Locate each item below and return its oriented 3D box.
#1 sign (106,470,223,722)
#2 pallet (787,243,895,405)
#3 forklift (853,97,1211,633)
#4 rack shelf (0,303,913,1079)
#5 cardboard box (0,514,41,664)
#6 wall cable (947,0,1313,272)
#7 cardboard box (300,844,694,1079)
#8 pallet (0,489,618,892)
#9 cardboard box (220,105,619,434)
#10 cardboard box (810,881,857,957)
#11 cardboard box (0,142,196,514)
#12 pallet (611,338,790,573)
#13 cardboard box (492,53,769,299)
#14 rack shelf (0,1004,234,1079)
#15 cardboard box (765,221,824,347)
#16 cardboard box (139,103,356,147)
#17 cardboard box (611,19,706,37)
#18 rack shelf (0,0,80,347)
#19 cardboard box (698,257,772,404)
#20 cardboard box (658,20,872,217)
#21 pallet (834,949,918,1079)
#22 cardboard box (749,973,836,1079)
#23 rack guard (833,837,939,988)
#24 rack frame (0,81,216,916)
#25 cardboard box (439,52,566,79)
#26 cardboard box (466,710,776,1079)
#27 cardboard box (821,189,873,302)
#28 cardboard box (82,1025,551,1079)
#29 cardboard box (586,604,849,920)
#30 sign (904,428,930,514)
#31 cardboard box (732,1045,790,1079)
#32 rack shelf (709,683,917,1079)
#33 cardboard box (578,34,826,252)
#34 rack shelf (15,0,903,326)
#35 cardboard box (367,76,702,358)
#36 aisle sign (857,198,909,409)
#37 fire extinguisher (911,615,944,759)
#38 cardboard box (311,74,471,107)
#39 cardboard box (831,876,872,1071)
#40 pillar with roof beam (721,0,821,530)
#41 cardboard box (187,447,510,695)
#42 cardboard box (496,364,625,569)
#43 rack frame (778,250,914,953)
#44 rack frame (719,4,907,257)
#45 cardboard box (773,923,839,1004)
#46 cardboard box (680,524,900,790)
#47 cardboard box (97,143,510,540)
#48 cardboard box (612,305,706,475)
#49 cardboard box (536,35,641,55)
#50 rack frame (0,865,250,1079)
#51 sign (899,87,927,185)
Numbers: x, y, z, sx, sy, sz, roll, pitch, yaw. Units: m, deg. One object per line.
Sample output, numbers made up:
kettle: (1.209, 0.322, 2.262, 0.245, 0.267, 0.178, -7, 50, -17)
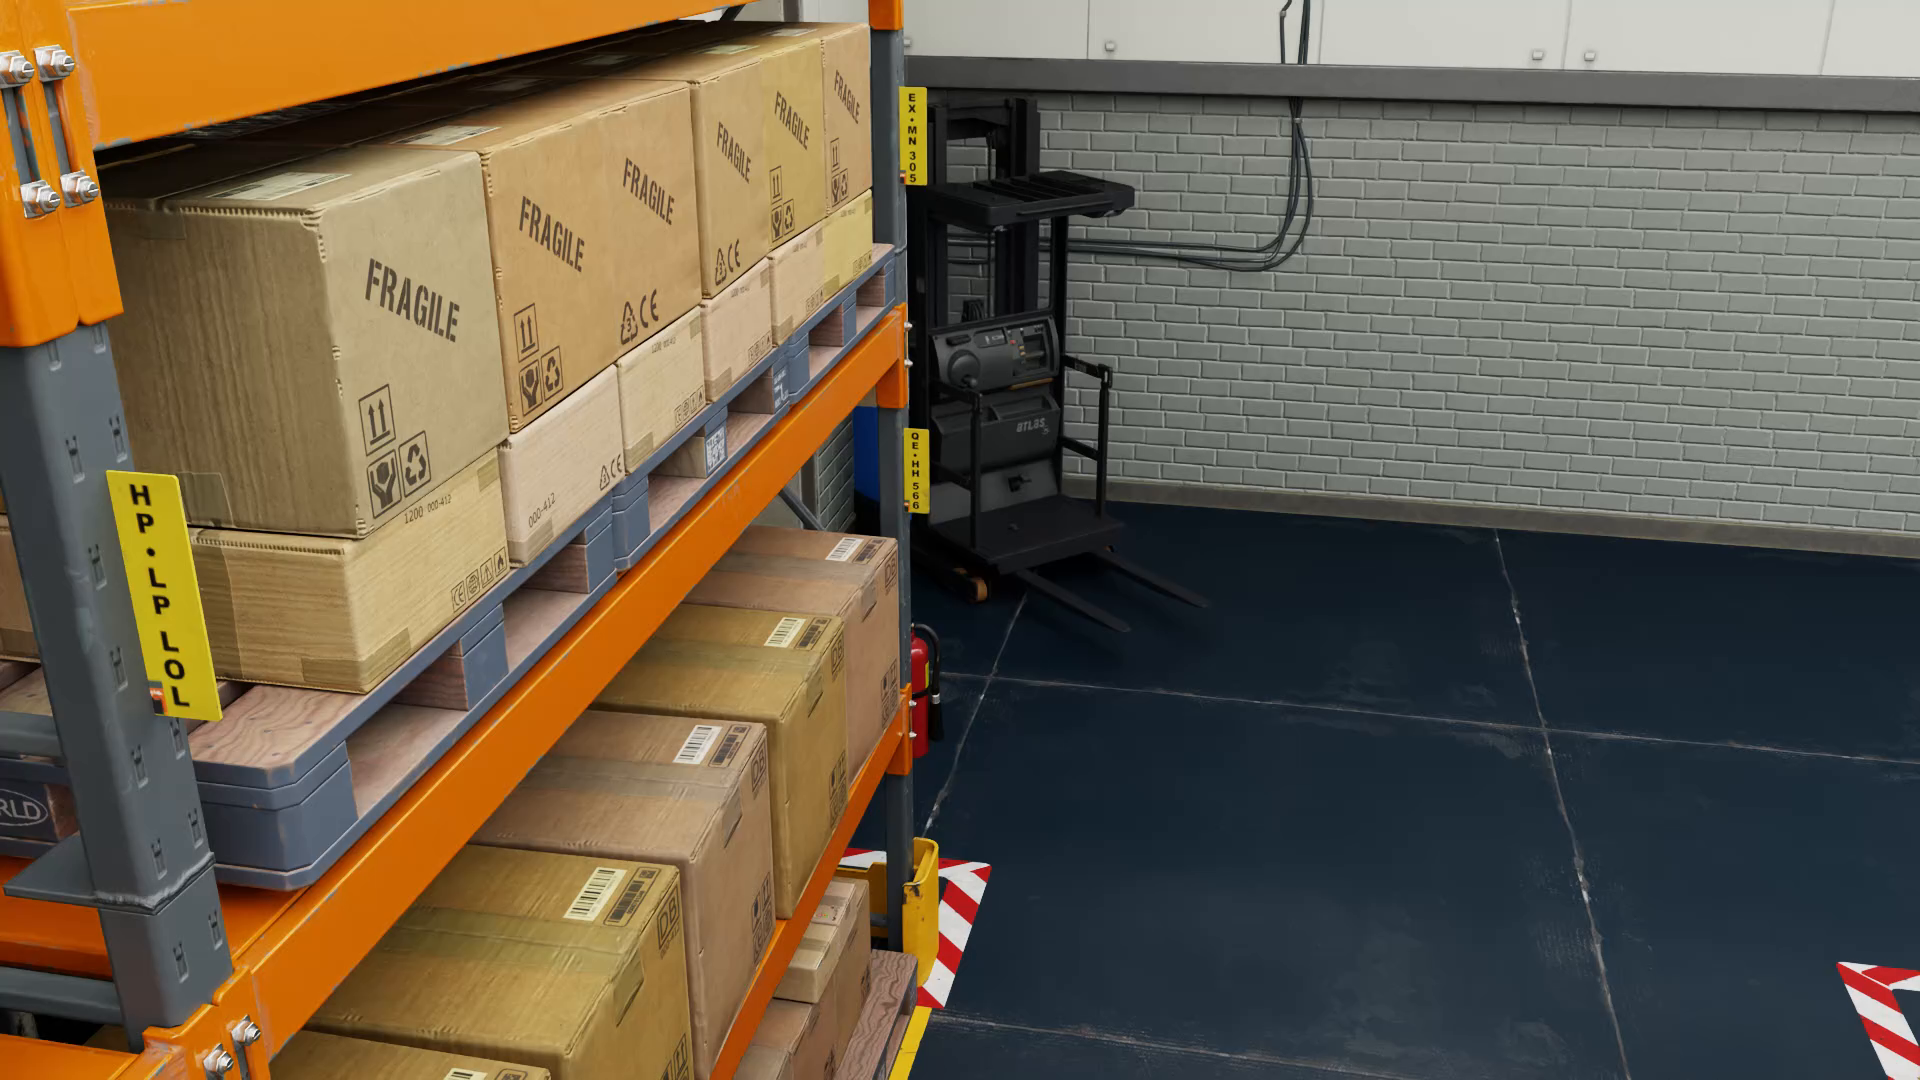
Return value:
sign: (-0.973, 0.072, 2.031, 0.100, 0.325, 0.005, 4, 22, 11)
pallet: (-0.831, -0.730, 5.254, 1.003, 0.211, 1.213, 4, 22, 11)
forklift: (0.352, -1.166, 10.326, 1.130, 2.935, 3.031, -14, 26, -31)
rack shelf: (-1.098, 0.022, 4.231, 1.077, 0.370, 4.000, 4, 22, 11)
cardboard box: (-1.596, -0.020, 2.877, 0.500, 0.250, 0.500, 5, 22, 11)
wall cable: (0.814, -3.035, 11.001, 3.097, 2.526, 0.112, 4, 22, 11)
cardboard box: (-1.226, 1.208, 3.936, 0.980, 0.700, 0.700, 4, 22, 10)
pallet: (-1.329, 0.163, 3.038, 1.003, 0.211, 1.213, 4, 22, 11)
cardboard box: (-0.988, -0.527, 3.134, 0.500, 0.500, 0.500, 4, 22, 10)
cardboard box: (-0.583, 1.337, 5.935, 0.380, 0.149, 0.250, 4, 22, 10)
cardboard box: (-1.592, -0.373, 2.750, 0.500, 0.500, 0.500, 4, 22, 11)
pallet: (-1.078, -0.282, 4.143, 1.003, 0.211, 1.213, 4, 22, 11)
cardboard box: (-0.784, -0.900, 4.060, 0.500, 0.500, 0.500, 3, 22, 9)
rack shelf: (-1.915, 1.485, 0.599, 1.077, 0.370, 4.000, 4, 22, 11)
cardboard box: (-0.685, -0.736, 4.656, 0.500, 0.250, 0.500, 4, 22, 9)
cardboard box: (-1.488, -0.562, 3.219, 0.500, 0.500, 0.500, 4, 22, 9)
cardboard box: (-1.076, -1.314, 5.086, 0.500, 0.500, 0.500, 4, 22, 9)
rack shelf: (-1.915, 0.279, 0.113, 1.077, 0.370, 4.000, 4, 22, 11)
cardboard box: (-0.786, -0.545, 4.182, 0.500, 0.250, 0.500, 4, 22, 9)
cardboard box: (-0.573, -1.274, 4.987, 0.500, 0.500, 0.500, 4, 22, 11)
pallet: (-0.777, 1.940, 6.253, 1.003, 0.211, 1.213, 4, 22, 11)
cardboard box: (-0.837, 1.760, 5.753, 0.700, 0.500, 0.500, 4, 22, 11)
rack guard: (-0.685, 1.499, 6.962, 1.175, 0.500, 0.348, 4, 22, 11)
rack frame: (-1.507, -0.971, 1.720, 1.000, 3.000, 0.127, 4, 22, 11)
cardboard box: (-1.293, -0.937, 4.150, 0.500, 0.500, 0.500, 4, 22, 11)
cardboard box: (-1.087, 0.942, 4.599, 0.980, 0.700, 0.700, 3, 22, 8)
cardboard box: (-0.580, -0.927, 5.129, 0.500, 0.250, 0.500, 5, 23, 13)
cardboard box: (-1.380, 1.475, 3.274, 0.980, 0.700, 0.700, 5, 22, 12)
cardboard box: (-0.922, 0.663, 5.289, 0.980, 0.700, 0.700, 4, 22, 10)
sign: (-0.162, -0.252, 6.097, 0.100, 0.325, 0.005, 4, 22, 11)
cardboard box: (-0.939, 1.944, 5.296, 0.700, 0.500, 0.500, 4, 22, 9)
rack shelf: (-1.098, 1.414, 4.791, 1.077, 0.370, 4.000, 4, 22, 11)
cardboard box: (-0.685, -1.092, 4.535, 0.500, 0.500, 0.500, 5, 23, 13)
rack shelf: (-1.098, -1.184, 3.745, 1.077, 0.370, 4.000, 4, 22, 11)
cardboard box: (-0.892, -0.708, 3.583, 0.500, 0.500, 0.500, 5, 22, 11)
aisle sign: (-0.382, -0.861, 5.996, 0.394, 0.787, 0.004, 4, 22, 11)
fire extinguisher: (-0.208, 0.537, 6.607, 0.296, 0.674, 0.183, 4, 22, 11)
cardboard box: (-1.402, -0.755, 3.698, 0.500, 0.500, 0.500, 4, 22, 9)
cardboard box: (-0.735, 1.577, 6.207, 0.700, 0.500, 0.500, 4, 22, 11)
pillar with roof beam: (3.228, -3.160, 7.153, 9.100, 9.000, 0.400, 4, 22, 11)
cardboard box: (-1.107, 0.016, 2.789, 0.500, 0.250, 0.500, 4, 22, 11)
cardboard box: (-0.990, -0.170, 3.249, 0.500, 0.250, 0.500, 4, 22, 10)
rack frame: (-0.690, 0.348, 6.473, 1.000, 3.000, 0.127, 4, 22, 11)
rack frame: (-0.690, -2.434, 5.353, 1.000, 3.000, 0.127, 4, 22, 11)
cardboard box: (-0.635, 1.430, 5.703, 0.380, 0.149, 0.250, 5, 22, 12)
cardboard box: (-0.785, 0.397, 5.952, 0.980, 0.700, 0.700, 5, 23, 13)
cardboard box: (-1.087, -0.339, 2.666, 0.500, 0.500, 0.500, 4, 22, 10)
cardboard box: (-0.892, -0.358, 3.716, 0.500, 0.250, 0.500, 4, 22, 9)
cardboard box: (-1.191, -1.121, 4.608, 0.500, 0.500, 0.500, 4, 22, 10)
rack frame: (-1.507, 1.811, 2.841, 1.000, 3.000, 0.127, 4, 22, 11)
sign: (-0.162, -1.371, 5.647, 0.100, 0.325, 0.005, 4, 22, 11)
